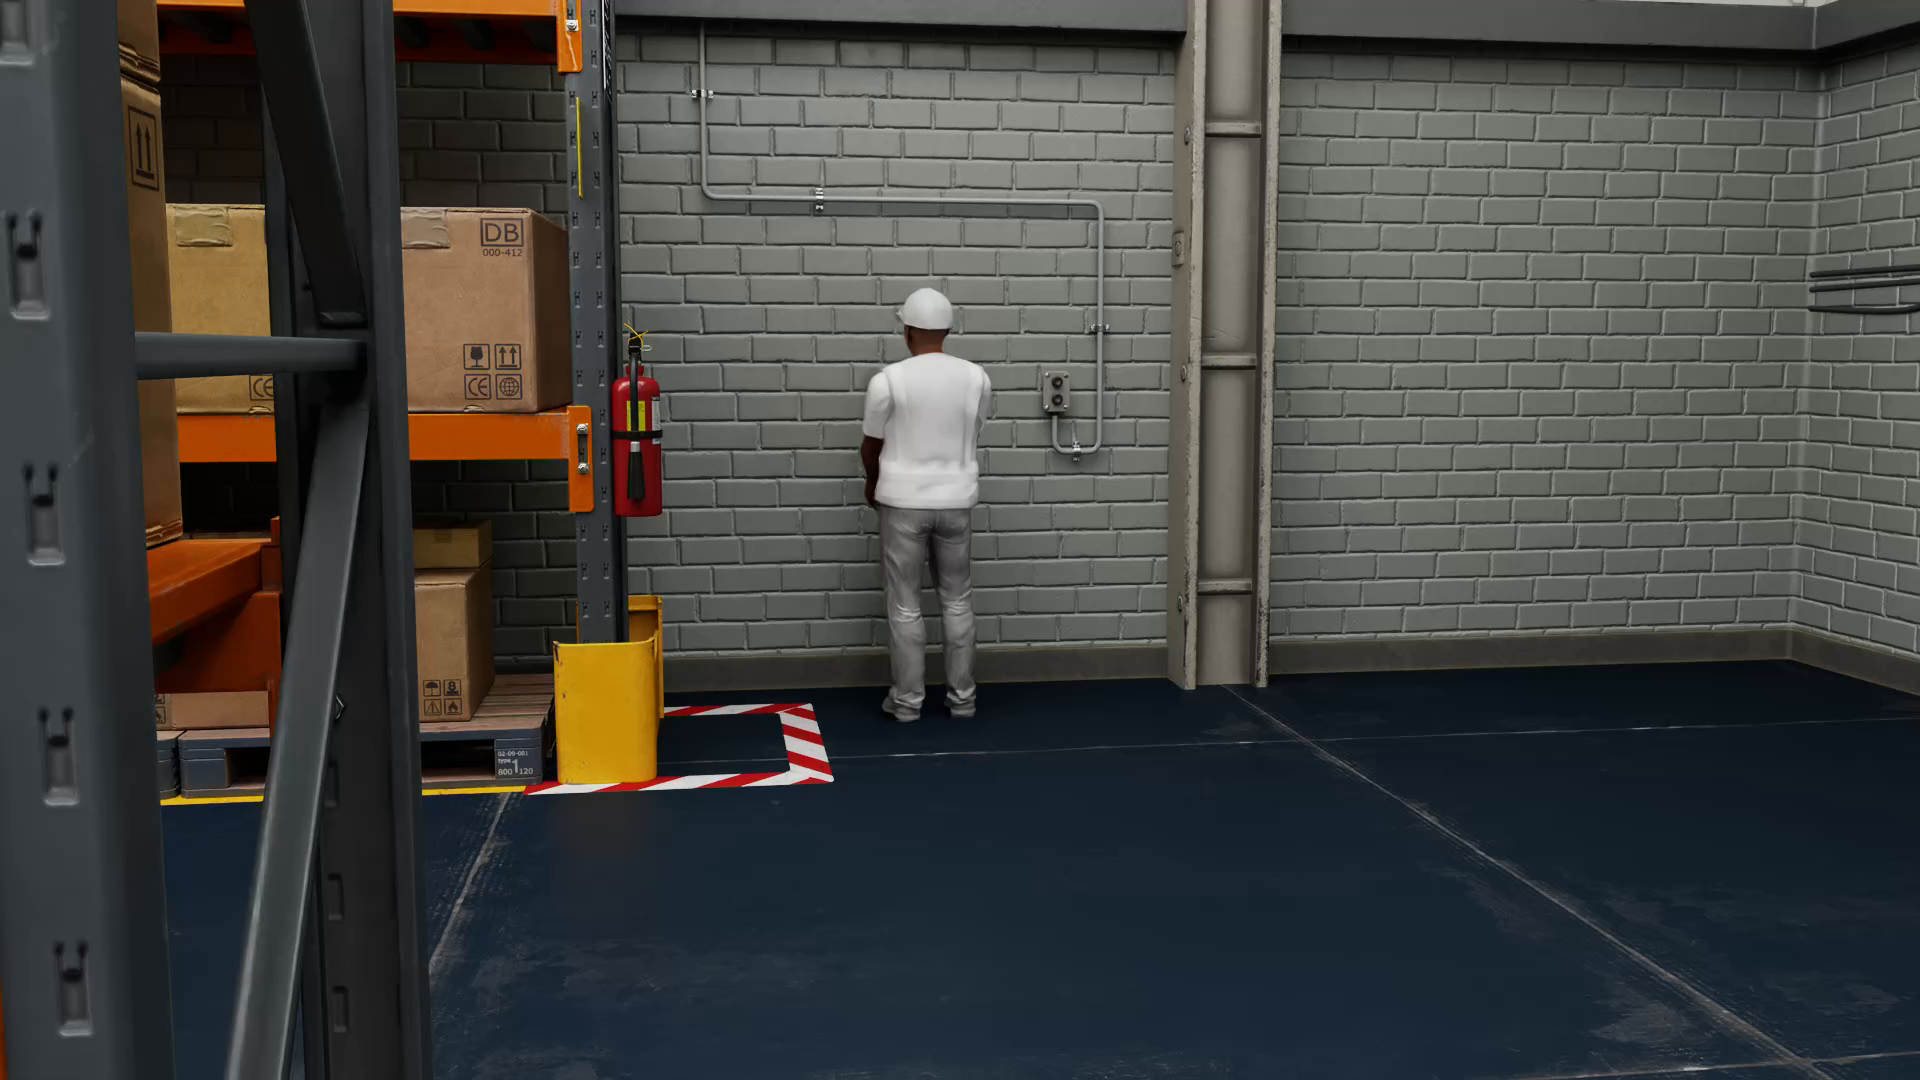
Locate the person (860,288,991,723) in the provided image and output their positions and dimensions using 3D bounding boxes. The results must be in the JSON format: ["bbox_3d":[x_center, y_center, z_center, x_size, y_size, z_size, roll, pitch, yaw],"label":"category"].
[{"bbox_3d":[-0.169,-0.148,6.904,0.530,1.771,0.566,-2,7,-20],"label":"person"}]
